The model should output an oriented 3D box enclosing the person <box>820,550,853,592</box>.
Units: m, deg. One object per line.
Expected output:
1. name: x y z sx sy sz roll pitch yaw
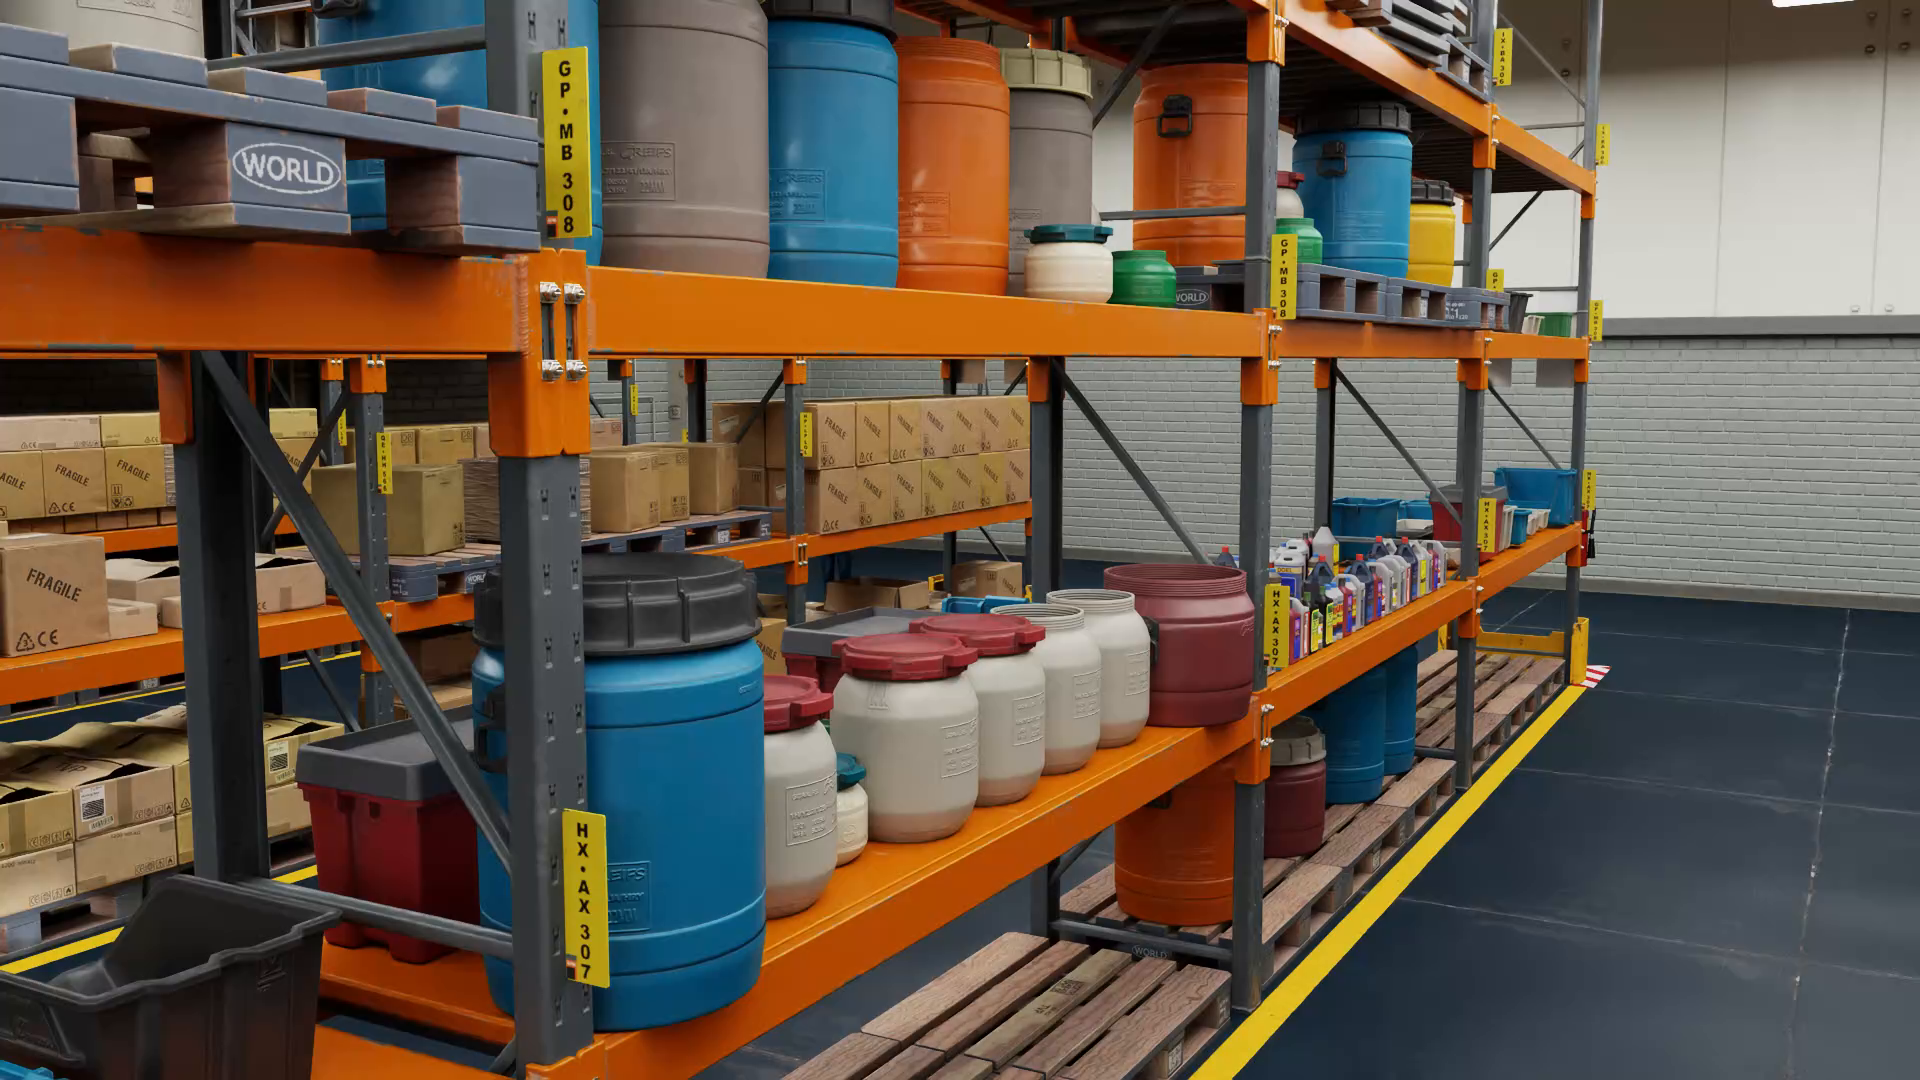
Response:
1. person: -1.265 0.047 16.664 0.447 1.628 0.348 3 7 26
